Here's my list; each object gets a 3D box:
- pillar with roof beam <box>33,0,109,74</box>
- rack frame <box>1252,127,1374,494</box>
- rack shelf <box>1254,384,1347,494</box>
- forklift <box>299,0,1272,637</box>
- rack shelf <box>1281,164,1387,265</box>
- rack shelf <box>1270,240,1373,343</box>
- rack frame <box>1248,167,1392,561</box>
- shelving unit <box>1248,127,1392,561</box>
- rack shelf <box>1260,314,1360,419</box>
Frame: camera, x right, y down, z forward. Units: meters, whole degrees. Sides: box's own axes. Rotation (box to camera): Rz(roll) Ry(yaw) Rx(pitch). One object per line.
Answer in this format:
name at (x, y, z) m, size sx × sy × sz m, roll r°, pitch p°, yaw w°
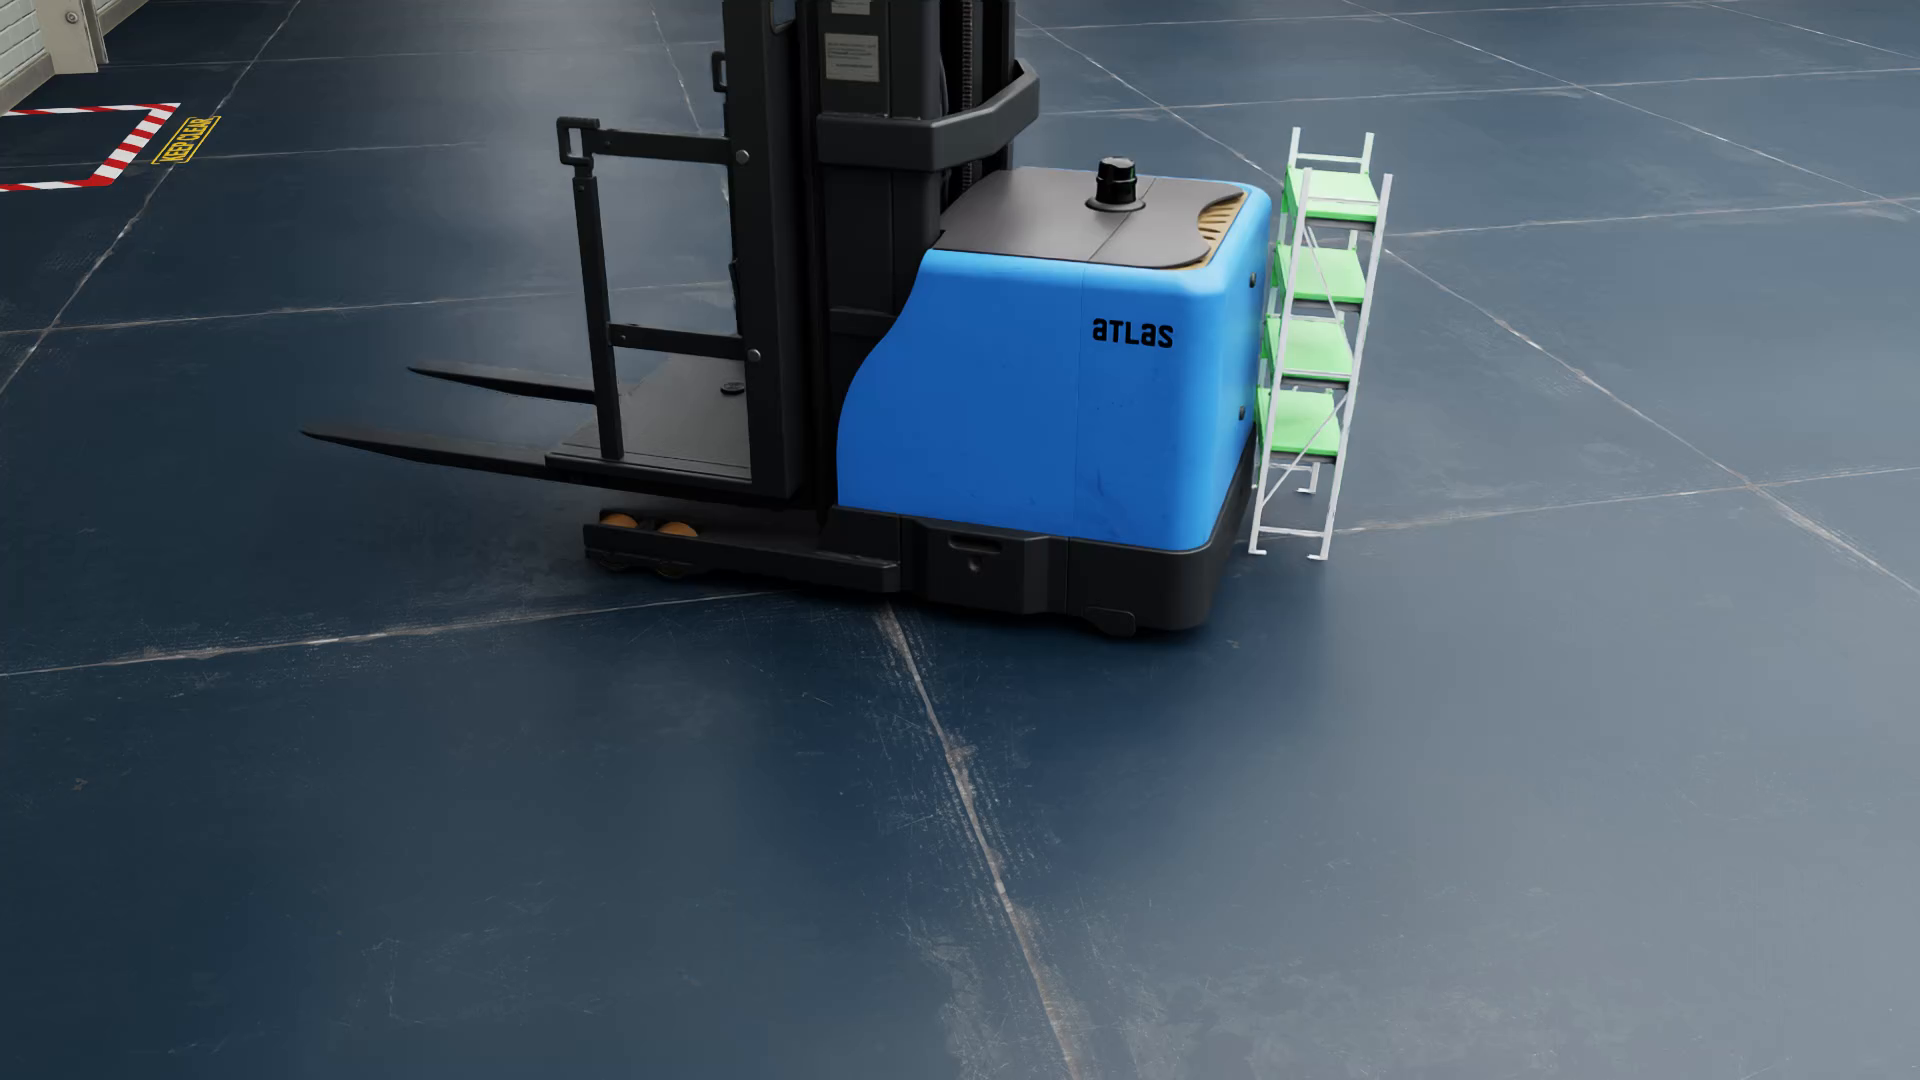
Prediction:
pillar with roof beam at (-2.156, -7.859, 10.833) m, size 9.100 × 9.000 × 0.400 m, roll -6°, pitch 27°, yaw -12°
rack frame at (1.098, -0.703, 5.297) m, size 0.240 × 1.200 × 0.015 m, roll 6°, pitch 27°, yaw 5°
rack shelf at (1.055, -0.323, 5.219) m, size 0.258 × 0.148 × 0.480 m, roll 6°, pitch 27°, yaw 5°
forklift at (-0.631, -1.410, 4.790) m, size 3.031 × 2.935 × 1.130 m, roll 8°, pitch 28°, yaw 15°
rack shelf at (1.091, -0.963, 4.891) m, size 0.258 × 0.148 × 0.480 m, roll 6°, pitch 27°, yaw 5°
rack shelf at (1.079, -0.750, 5.000) m, size 0.258 × 0.148 × 0.480 m, roll 6°, pitch 27°, yaw 5°
rack frame at (1.042, -0.484, 4.864) m, size 0.240 × 1.200 × 0.015 m, roll 6°, pitch 27°, yaw 5°
shelving unit at (1.070, -0.594, 5.080) m, size 0.258 × 1.200 × 0.503 m, roll 6°, pitch 27°, yaw 5°
rack shelf at (1.067, -0.537, 5.109) m, size 0.258 × 0.148 × 0.480 m, roll 6°, pitch 27°, yaw 5°
